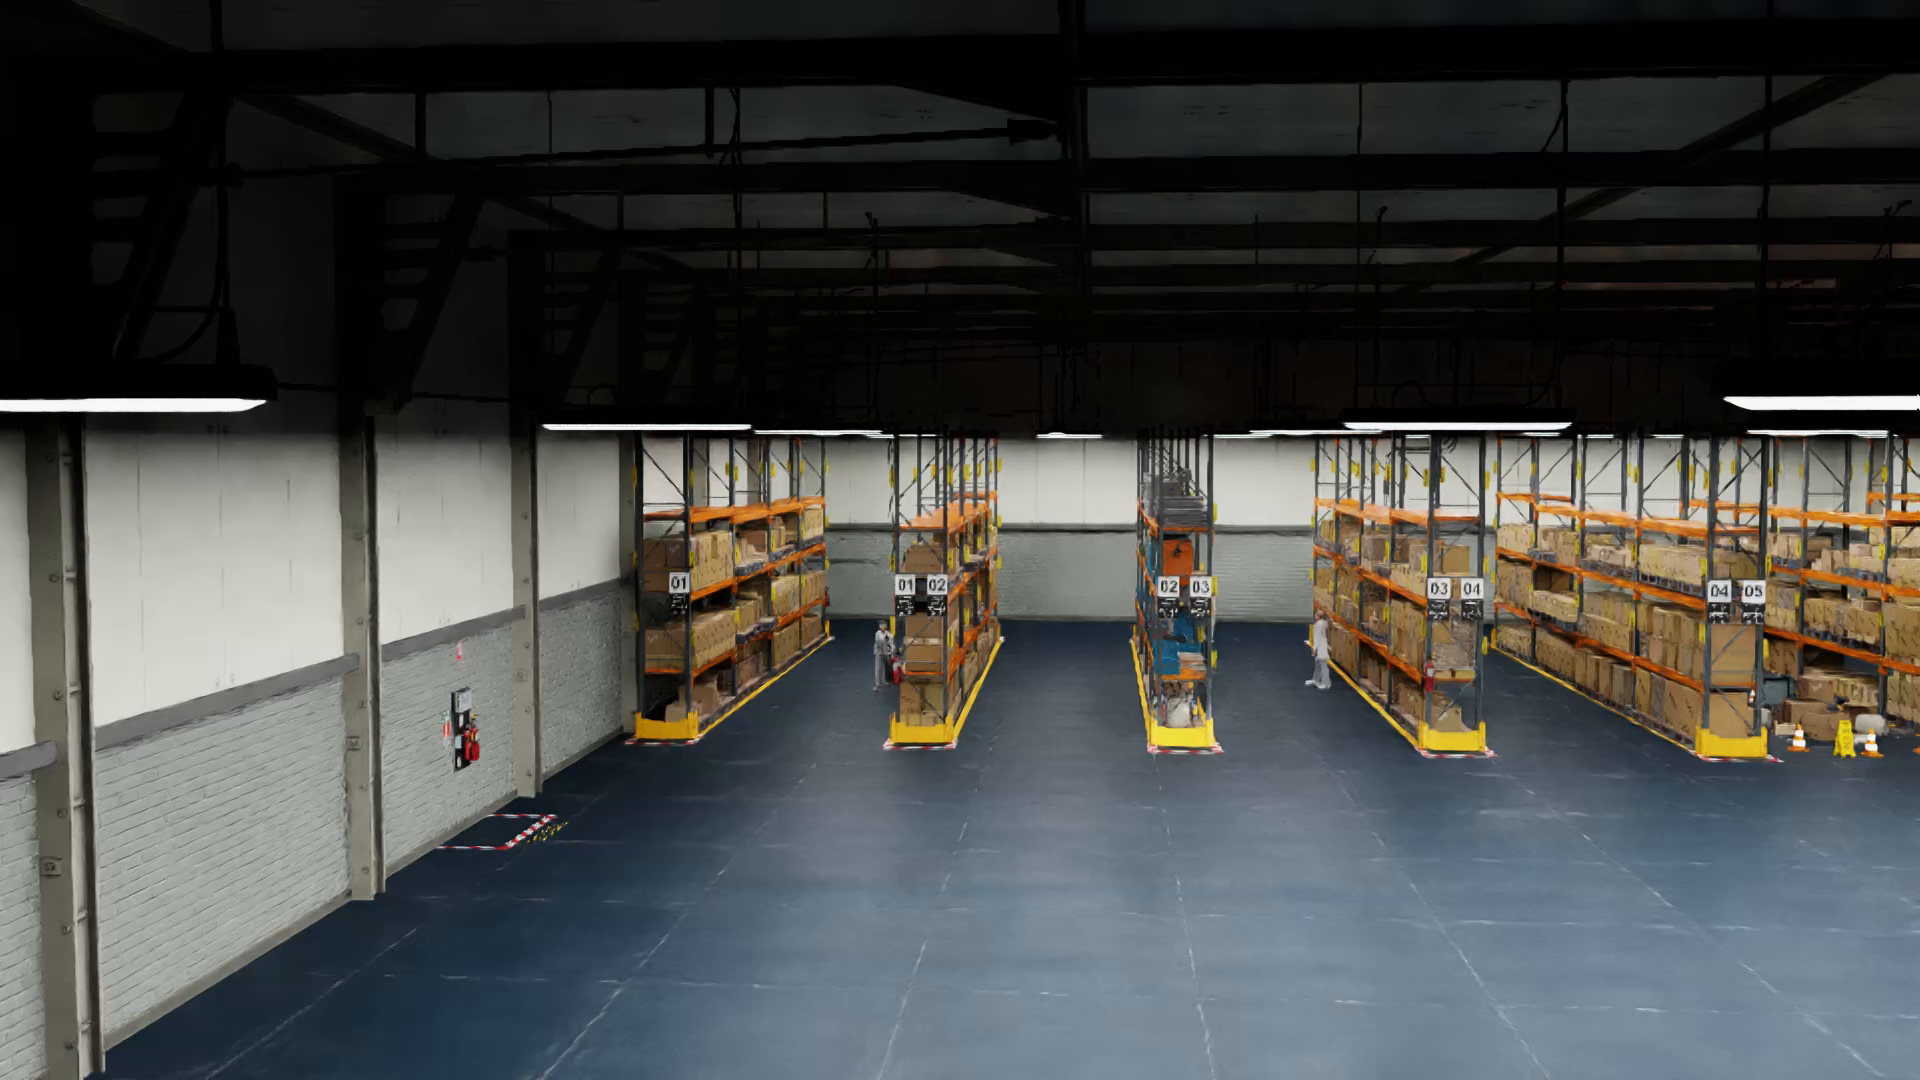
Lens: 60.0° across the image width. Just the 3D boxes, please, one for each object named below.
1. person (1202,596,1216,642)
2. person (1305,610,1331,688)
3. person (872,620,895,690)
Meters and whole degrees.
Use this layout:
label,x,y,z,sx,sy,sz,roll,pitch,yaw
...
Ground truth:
label,x,y,z,sx,sy,sz,roll,pitch,yaw
person,7.066,2.106,47.345,0.417,1.517,1.036,0,3,7
person,8.287,2.505,38.439,0.630,1.773,0.697,1,4,19
person,-1.744,2.612,38.121,0.489,1.588,1.073,0,3,4
